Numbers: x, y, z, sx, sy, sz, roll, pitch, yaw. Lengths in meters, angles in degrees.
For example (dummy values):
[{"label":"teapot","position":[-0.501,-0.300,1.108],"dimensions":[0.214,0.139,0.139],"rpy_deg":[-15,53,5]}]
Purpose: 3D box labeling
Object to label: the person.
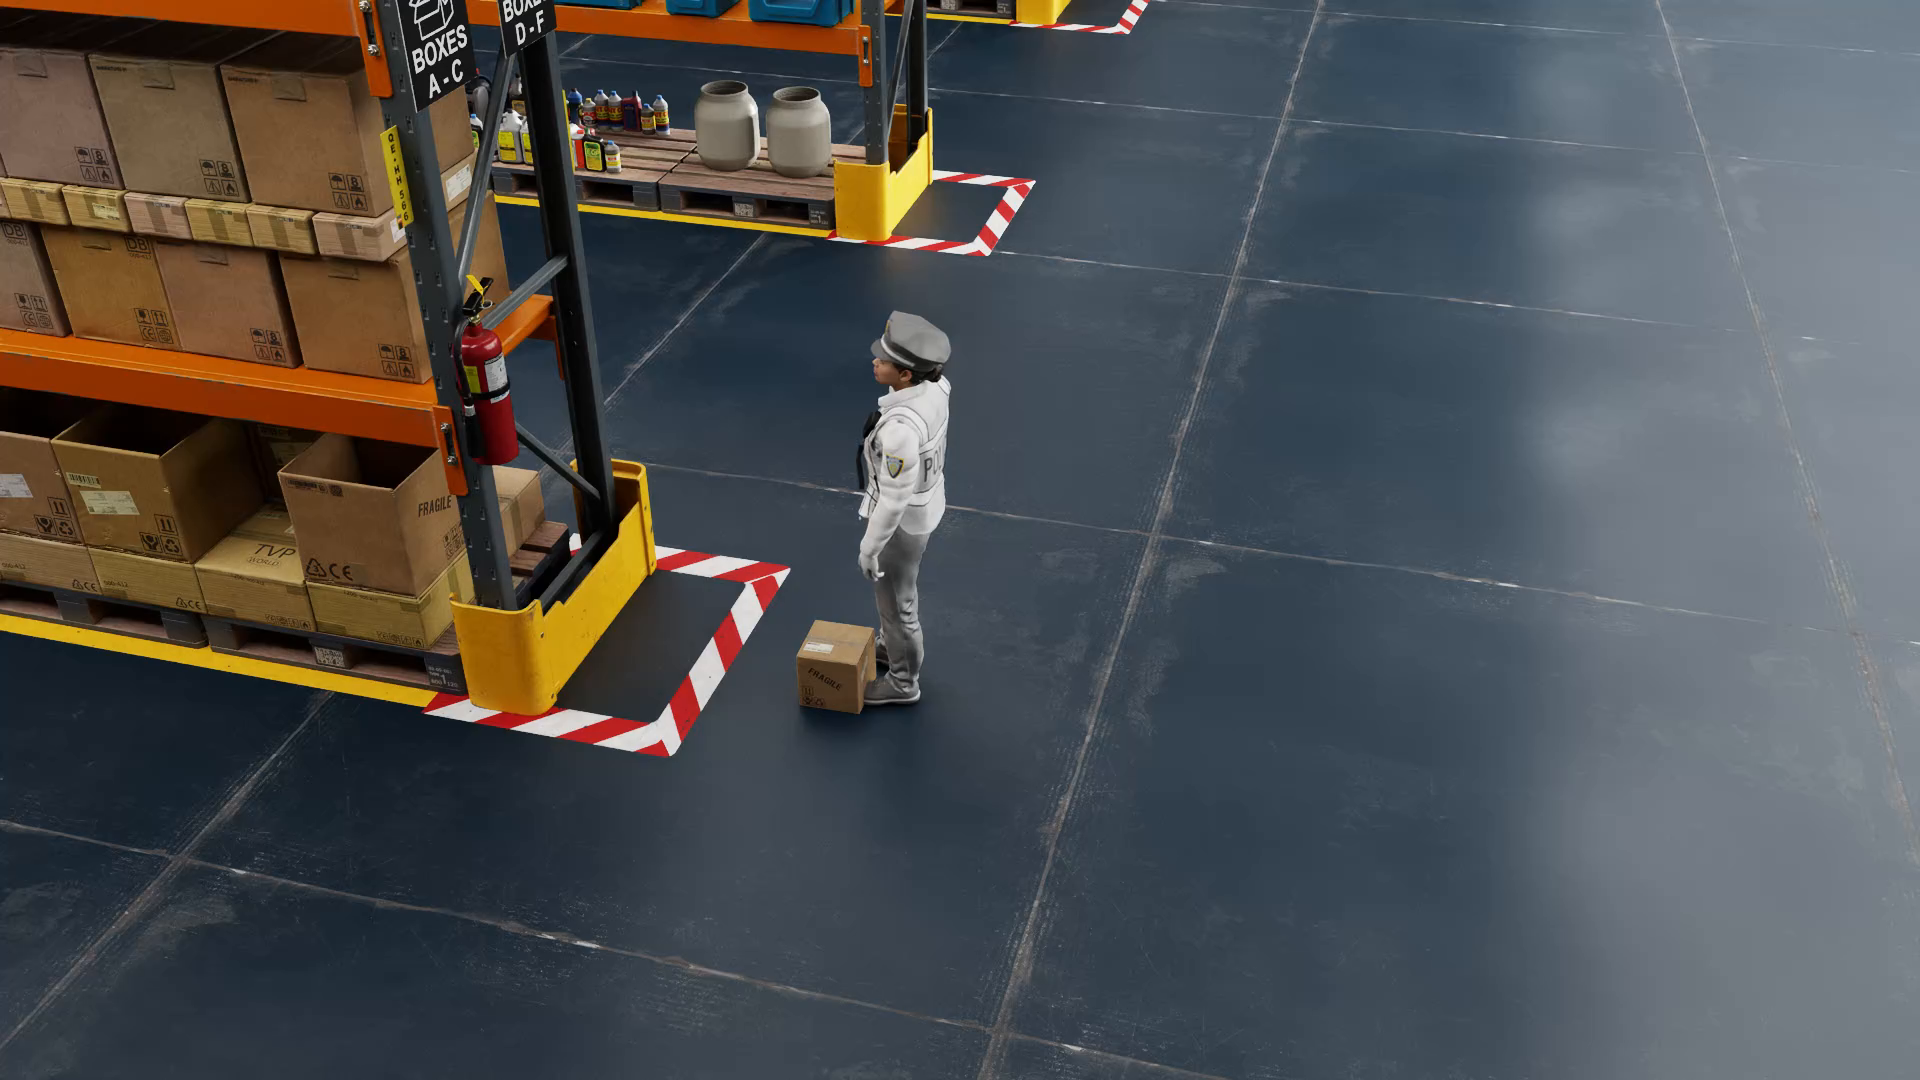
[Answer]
[{"label":"person","position":[-0.284,-0.091,6.232],"dimensions":[0.533,1.697,0.588],"rpy_deg":[8,34,12]}]
